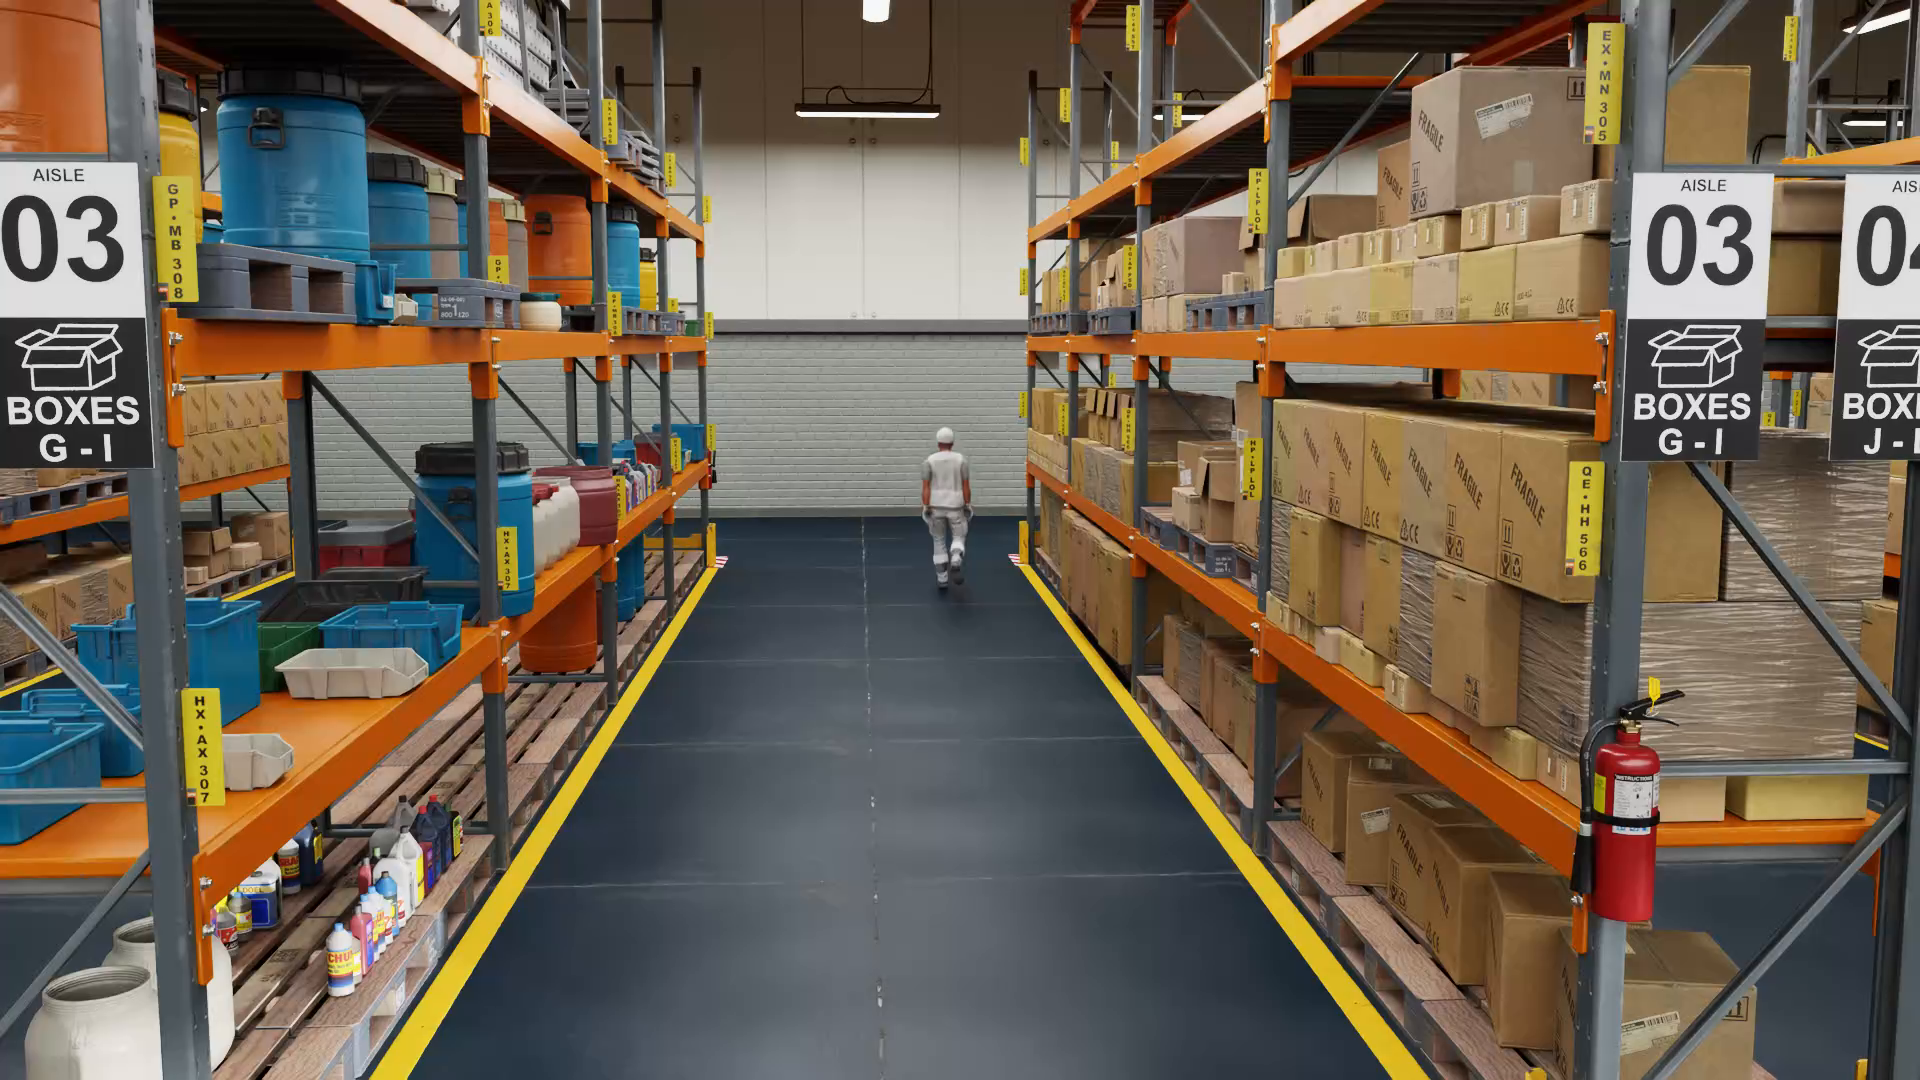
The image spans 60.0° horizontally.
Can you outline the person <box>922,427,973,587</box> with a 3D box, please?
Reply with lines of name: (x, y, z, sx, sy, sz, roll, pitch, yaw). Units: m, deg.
person: (-0.139, -0.358, 18.404, 0.563, 1.779, 0.569, 0, 7, -1)
